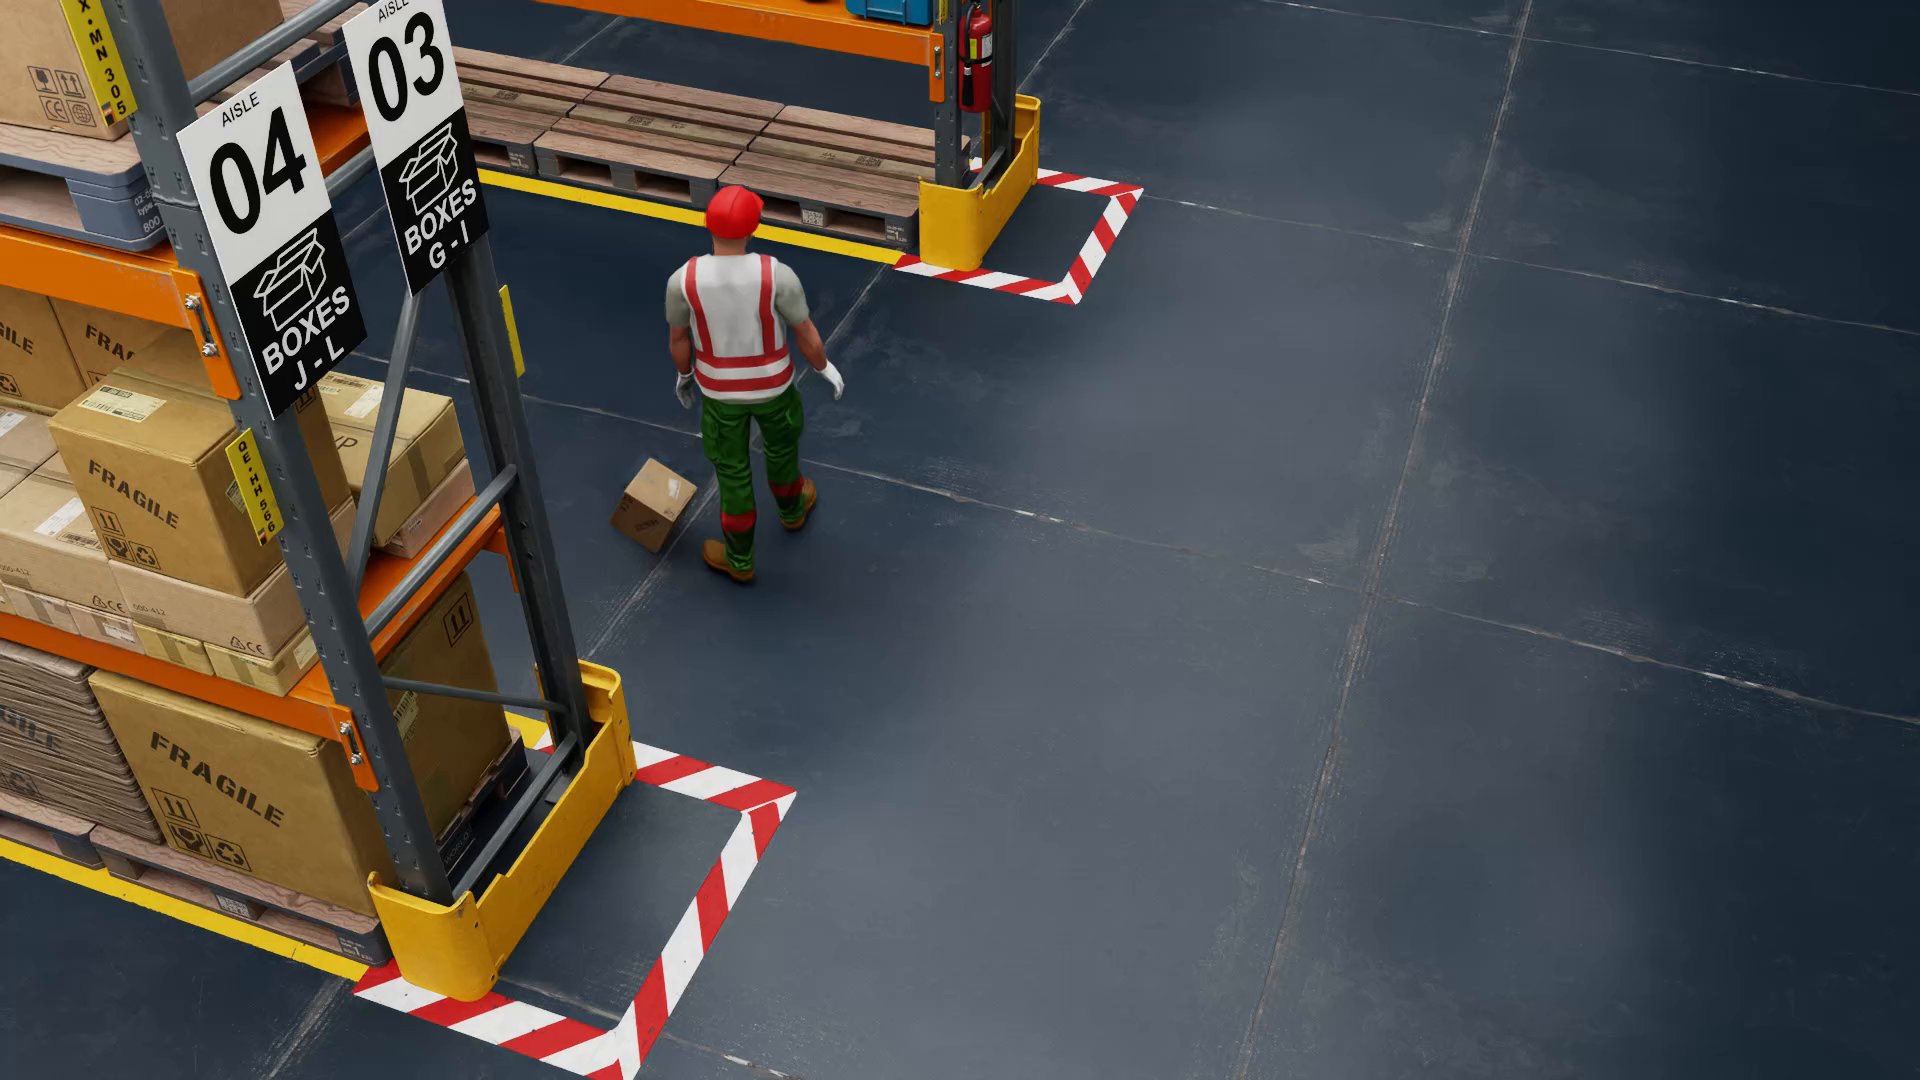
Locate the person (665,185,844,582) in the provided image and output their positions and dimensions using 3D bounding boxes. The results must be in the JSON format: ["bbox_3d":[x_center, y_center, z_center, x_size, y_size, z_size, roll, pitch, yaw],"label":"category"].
[{"bbox_3d":[-0.835,-0.690,6.915,0.699,1.789,0.634,-4,41,-4],"label":"person"}]
